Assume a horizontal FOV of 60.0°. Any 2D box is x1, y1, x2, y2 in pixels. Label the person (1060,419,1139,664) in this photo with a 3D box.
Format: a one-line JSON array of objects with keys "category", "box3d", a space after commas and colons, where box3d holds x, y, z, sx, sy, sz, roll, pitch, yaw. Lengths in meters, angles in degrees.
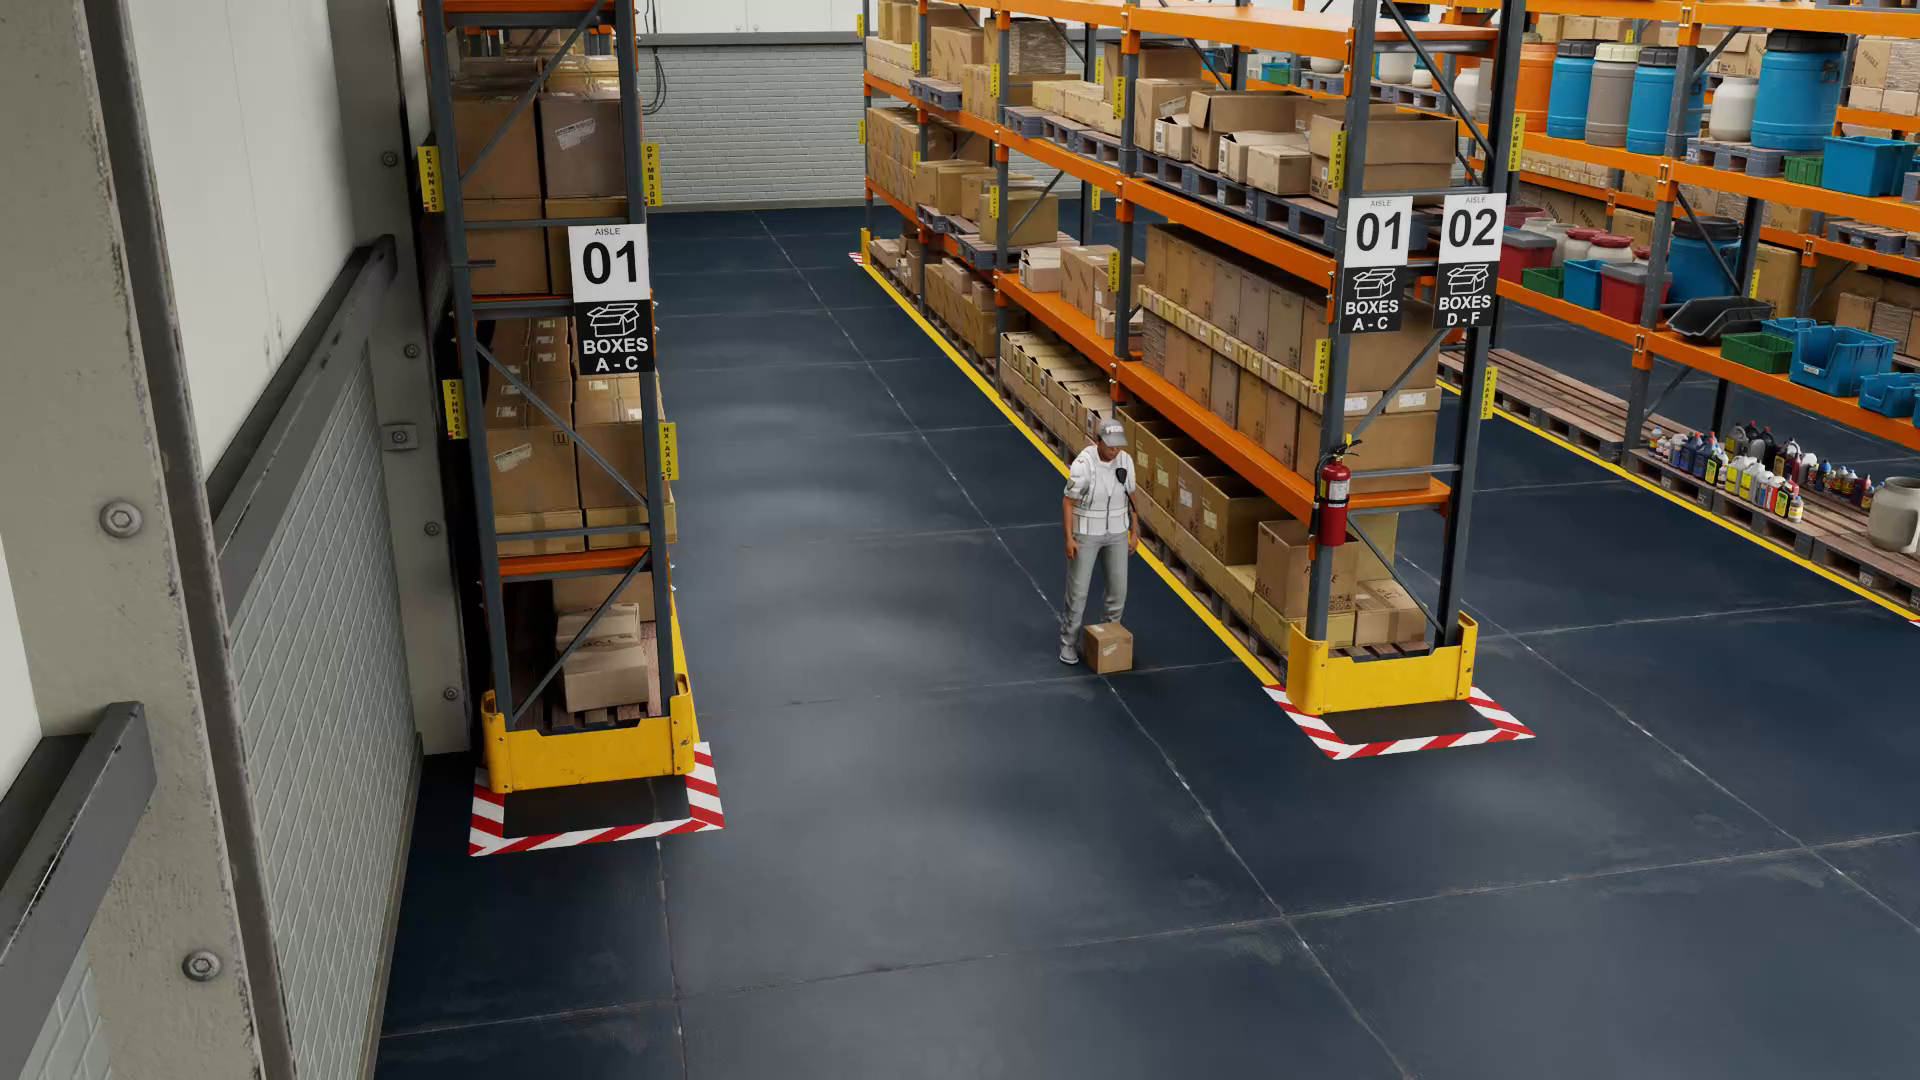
[{"category": "person", "box3d": [0.927, -0.016, 11.103, 0.564, 1.667, 0.463, -6, 21, -16]}]
